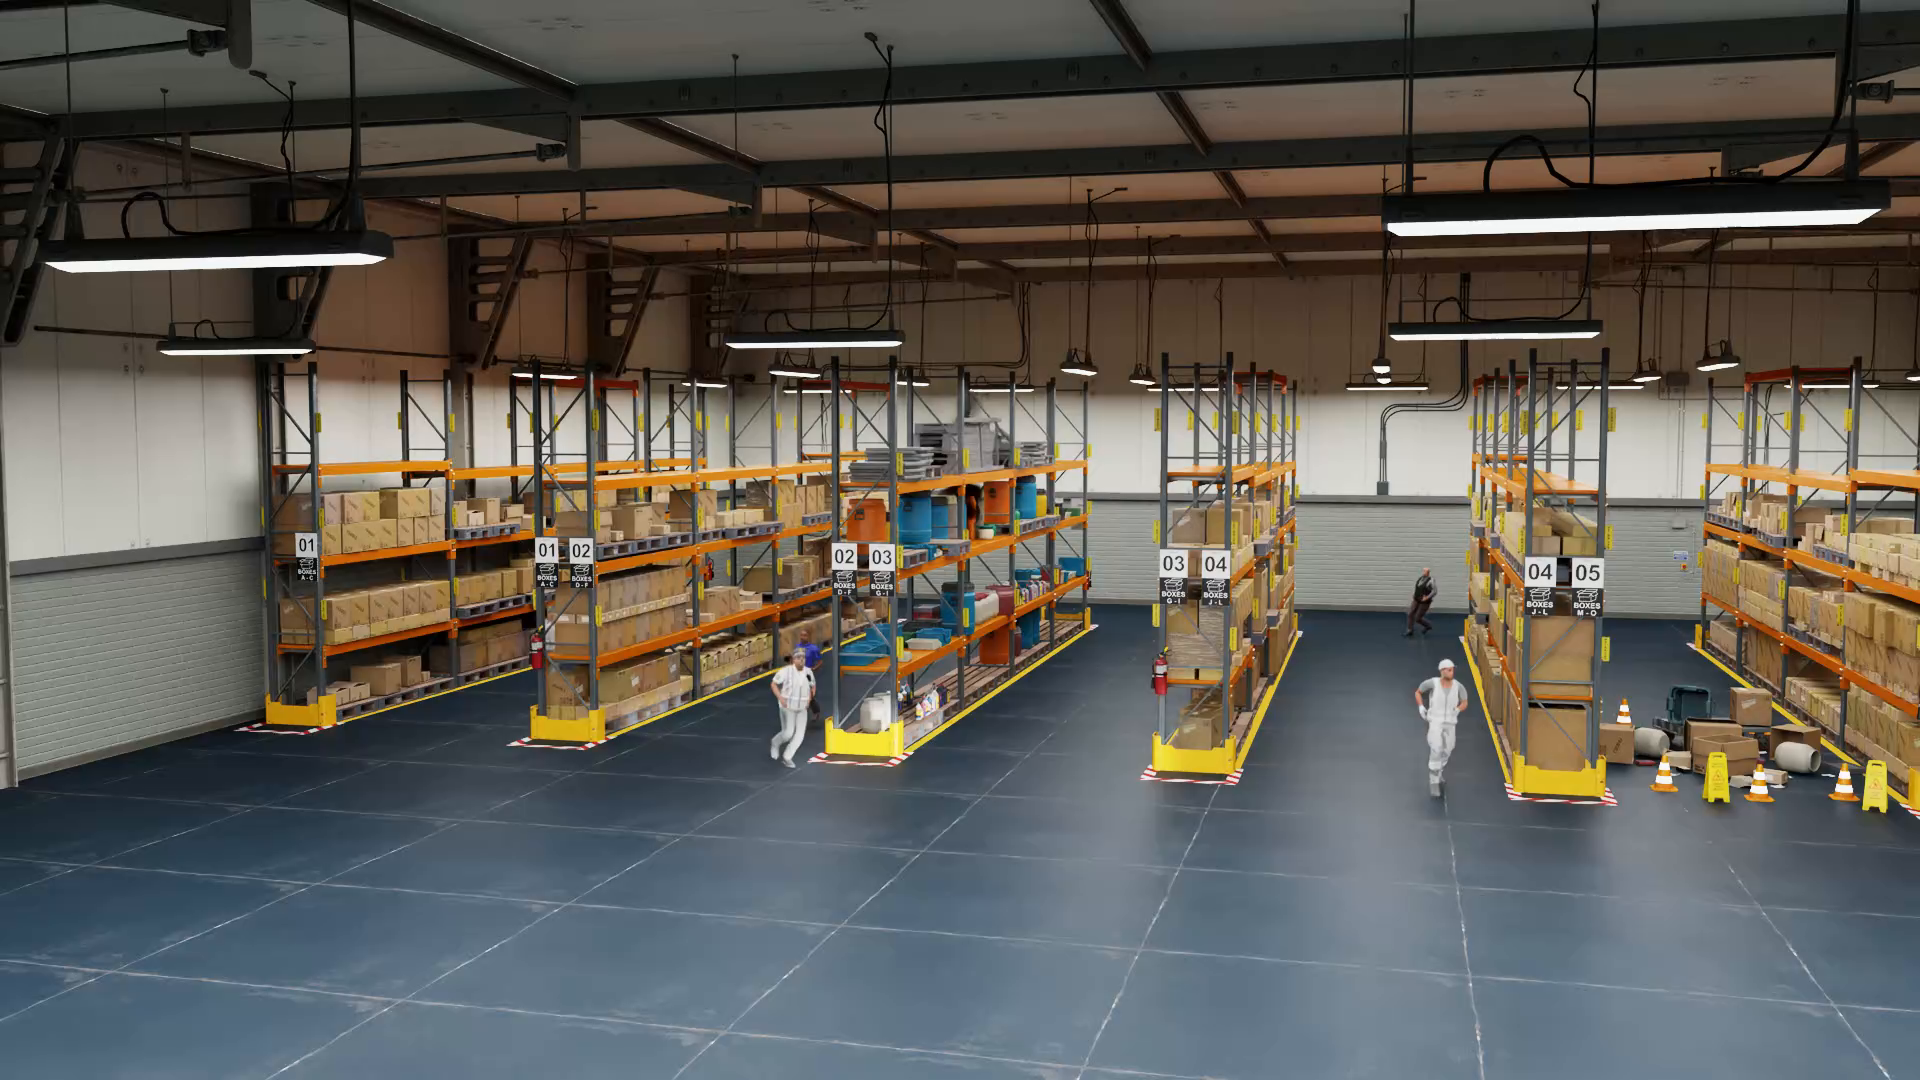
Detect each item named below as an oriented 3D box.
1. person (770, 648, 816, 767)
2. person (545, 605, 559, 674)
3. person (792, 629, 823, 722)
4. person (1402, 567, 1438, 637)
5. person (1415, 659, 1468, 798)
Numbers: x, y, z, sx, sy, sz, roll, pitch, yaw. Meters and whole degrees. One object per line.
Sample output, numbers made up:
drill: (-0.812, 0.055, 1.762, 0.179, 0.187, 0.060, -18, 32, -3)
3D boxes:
person: (-2.425, 2.431, 24.390, 0.681, 1.739, 0.573, -2, 5, -28)
person: (-7.390, 2.007, 30.100, 0.617, 1.667, 0.958, 0, 4, -1)
person: (-2.514, 2.271, 27.196, 0.596, 1.662, 0.838, 1, 4, 17)
person: (10.866, 1.459, 38.905, 0.753, 1.673, 0.739, -2, 5, -28)
person: (6.580, 2.522, 22.611, 0.665, 1.817, 0.878, 0, 4, -2)
